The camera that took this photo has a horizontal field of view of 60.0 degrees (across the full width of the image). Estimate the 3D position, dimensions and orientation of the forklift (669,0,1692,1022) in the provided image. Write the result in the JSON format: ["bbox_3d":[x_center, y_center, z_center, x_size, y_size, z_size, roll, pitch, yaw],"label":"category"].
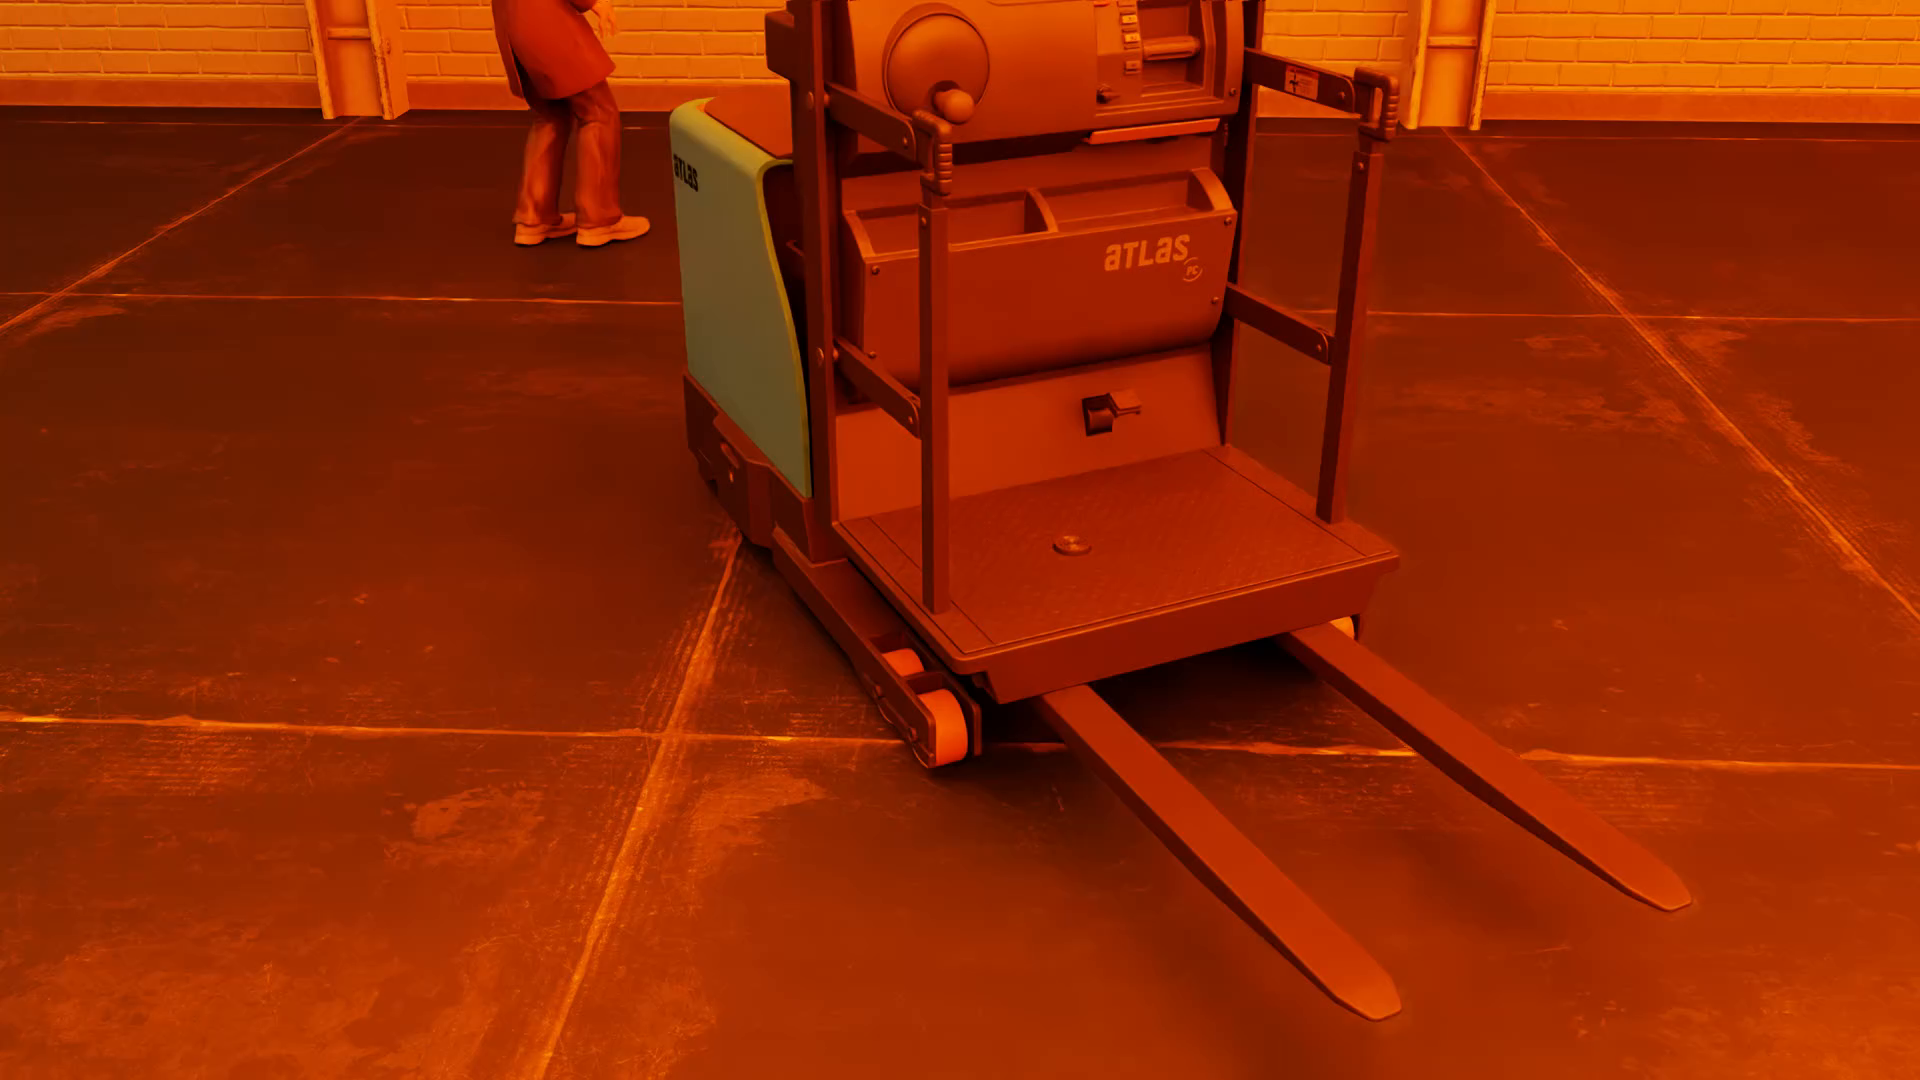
[{"bbox_3d":[0.283,-1.050,3.338,1.130,2.935,3.031,-12,29,-23],"label":"forklift"}]

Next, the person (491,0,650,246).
[{"bbox_3d":[-1.661,-2.094,6.805,0.551,1.750,0.788,-21,33,-37],"label":"person"}]
